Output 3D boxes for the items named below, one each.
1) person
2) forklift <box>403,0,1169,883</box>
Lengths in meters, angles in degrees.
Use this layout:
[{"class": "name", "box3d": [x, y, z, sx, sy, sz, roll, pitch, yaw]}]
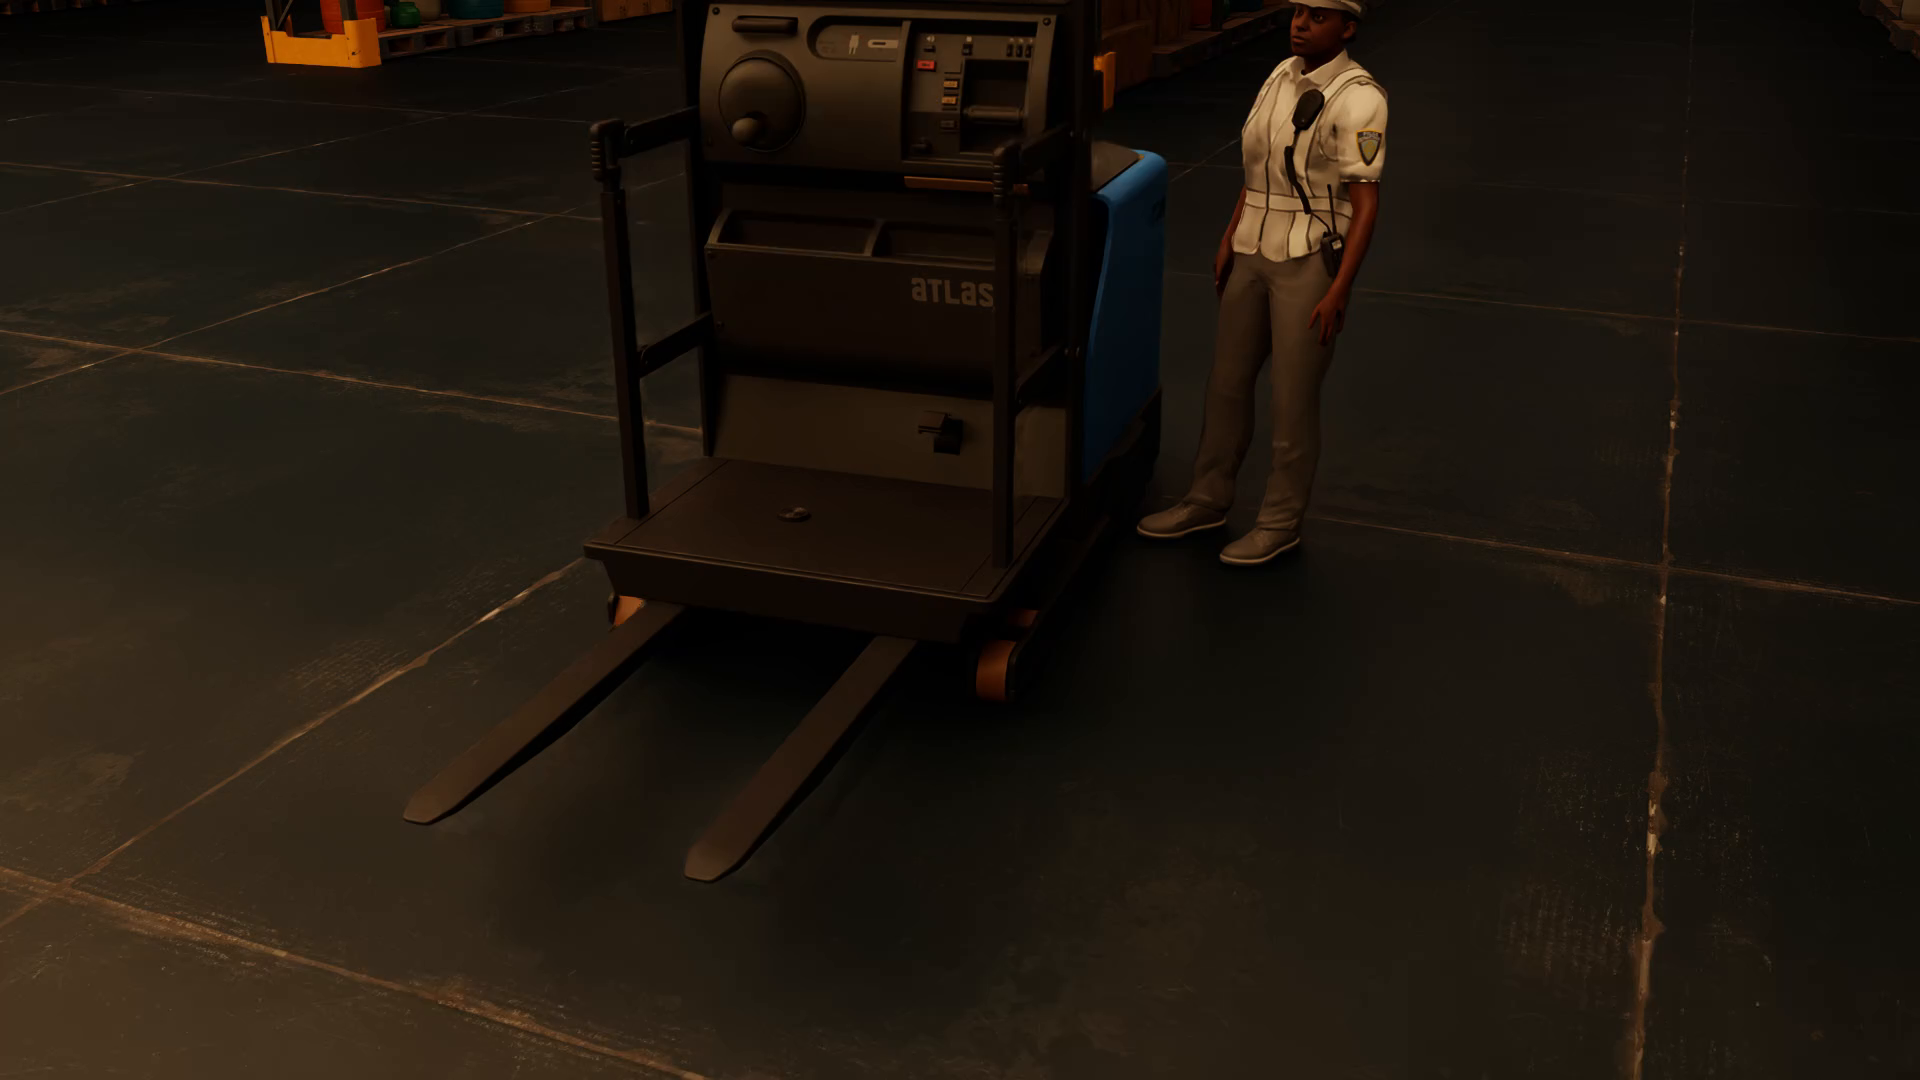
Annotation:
[{"class": "person", "box3d": [0.879, -0.758, 4.702, 0.508, 1.697, 0.566, -12, 26, -27]}, {"class": "forklift", "box3d": [-0.282, -1.119, 3.970, 1.130, 2.935, 3.031, 7, 24, 17]}]
